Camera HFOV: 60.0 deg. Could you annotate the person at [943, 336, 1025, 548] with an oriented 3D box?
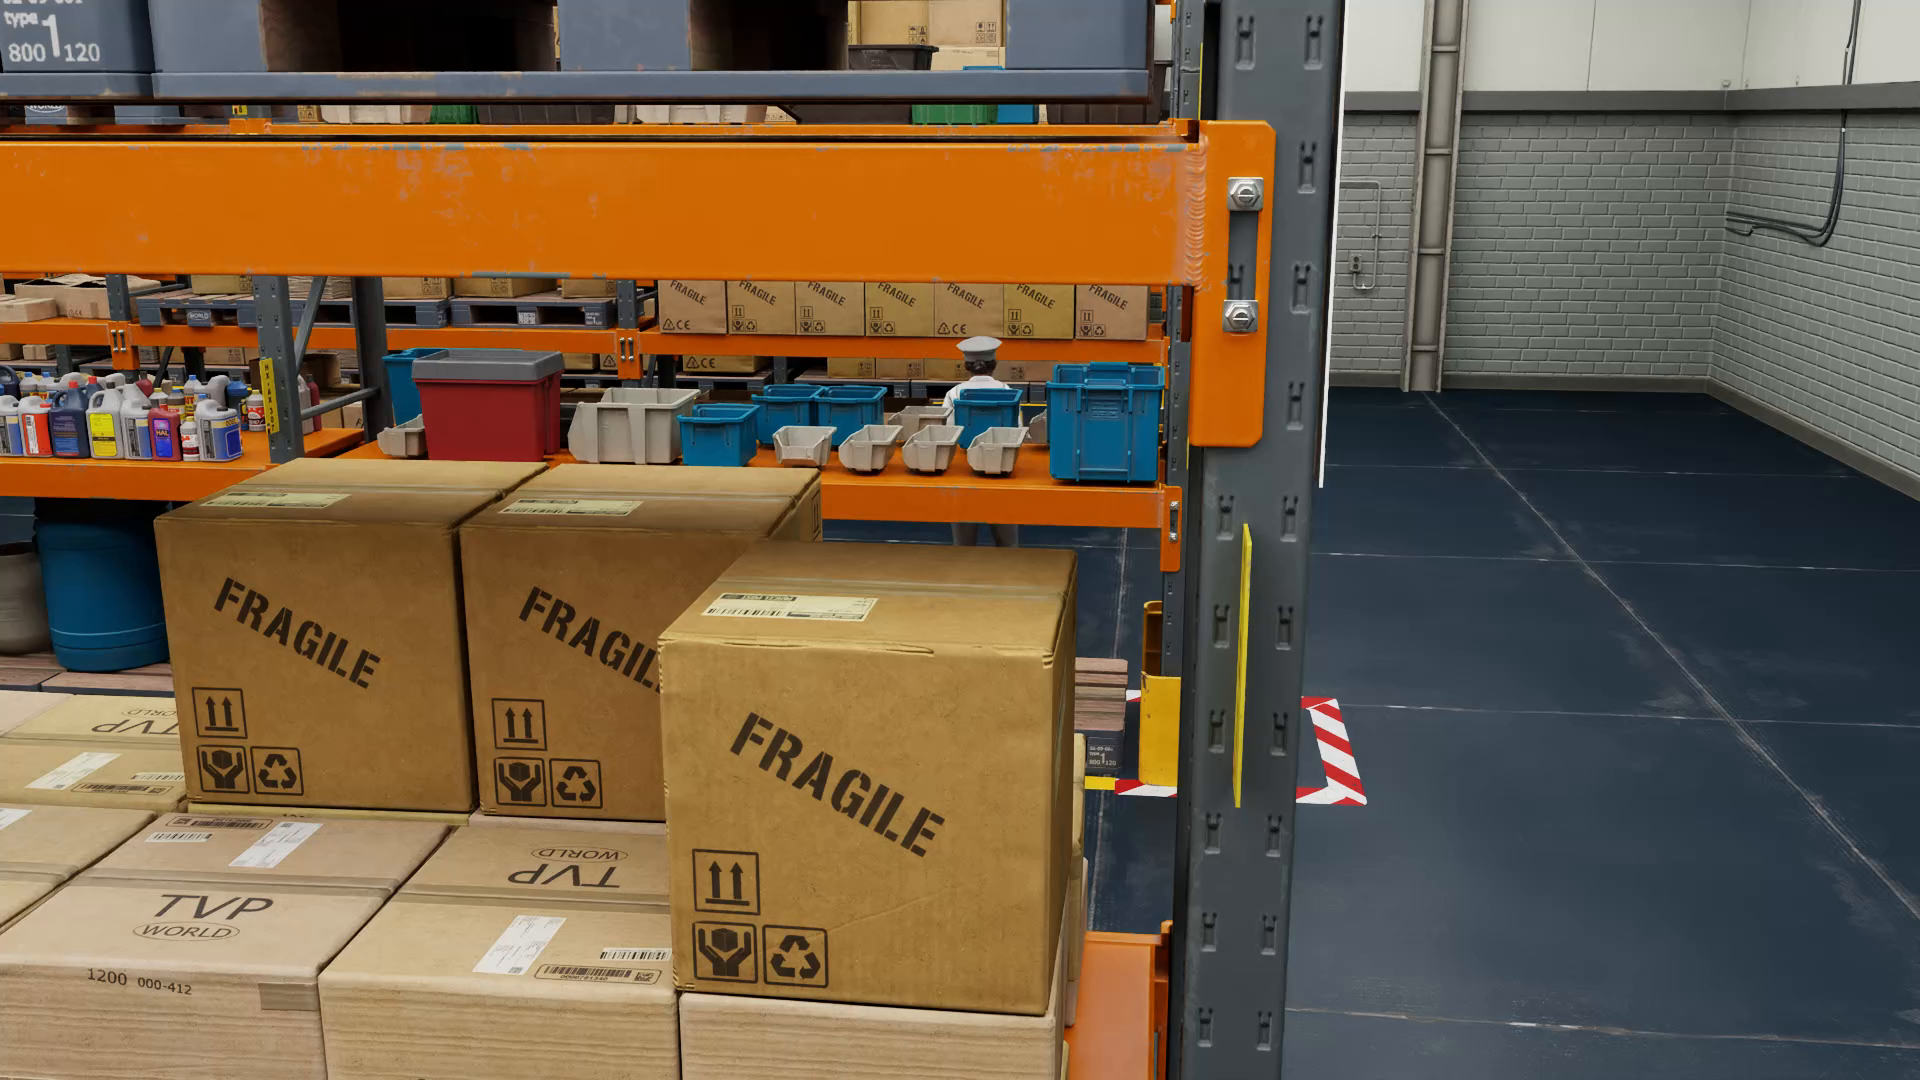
[{"bbox_3d":[0.137,-0.283,9.242,0.521,1.659,0.398,1,14,5],"label":"person"}]
